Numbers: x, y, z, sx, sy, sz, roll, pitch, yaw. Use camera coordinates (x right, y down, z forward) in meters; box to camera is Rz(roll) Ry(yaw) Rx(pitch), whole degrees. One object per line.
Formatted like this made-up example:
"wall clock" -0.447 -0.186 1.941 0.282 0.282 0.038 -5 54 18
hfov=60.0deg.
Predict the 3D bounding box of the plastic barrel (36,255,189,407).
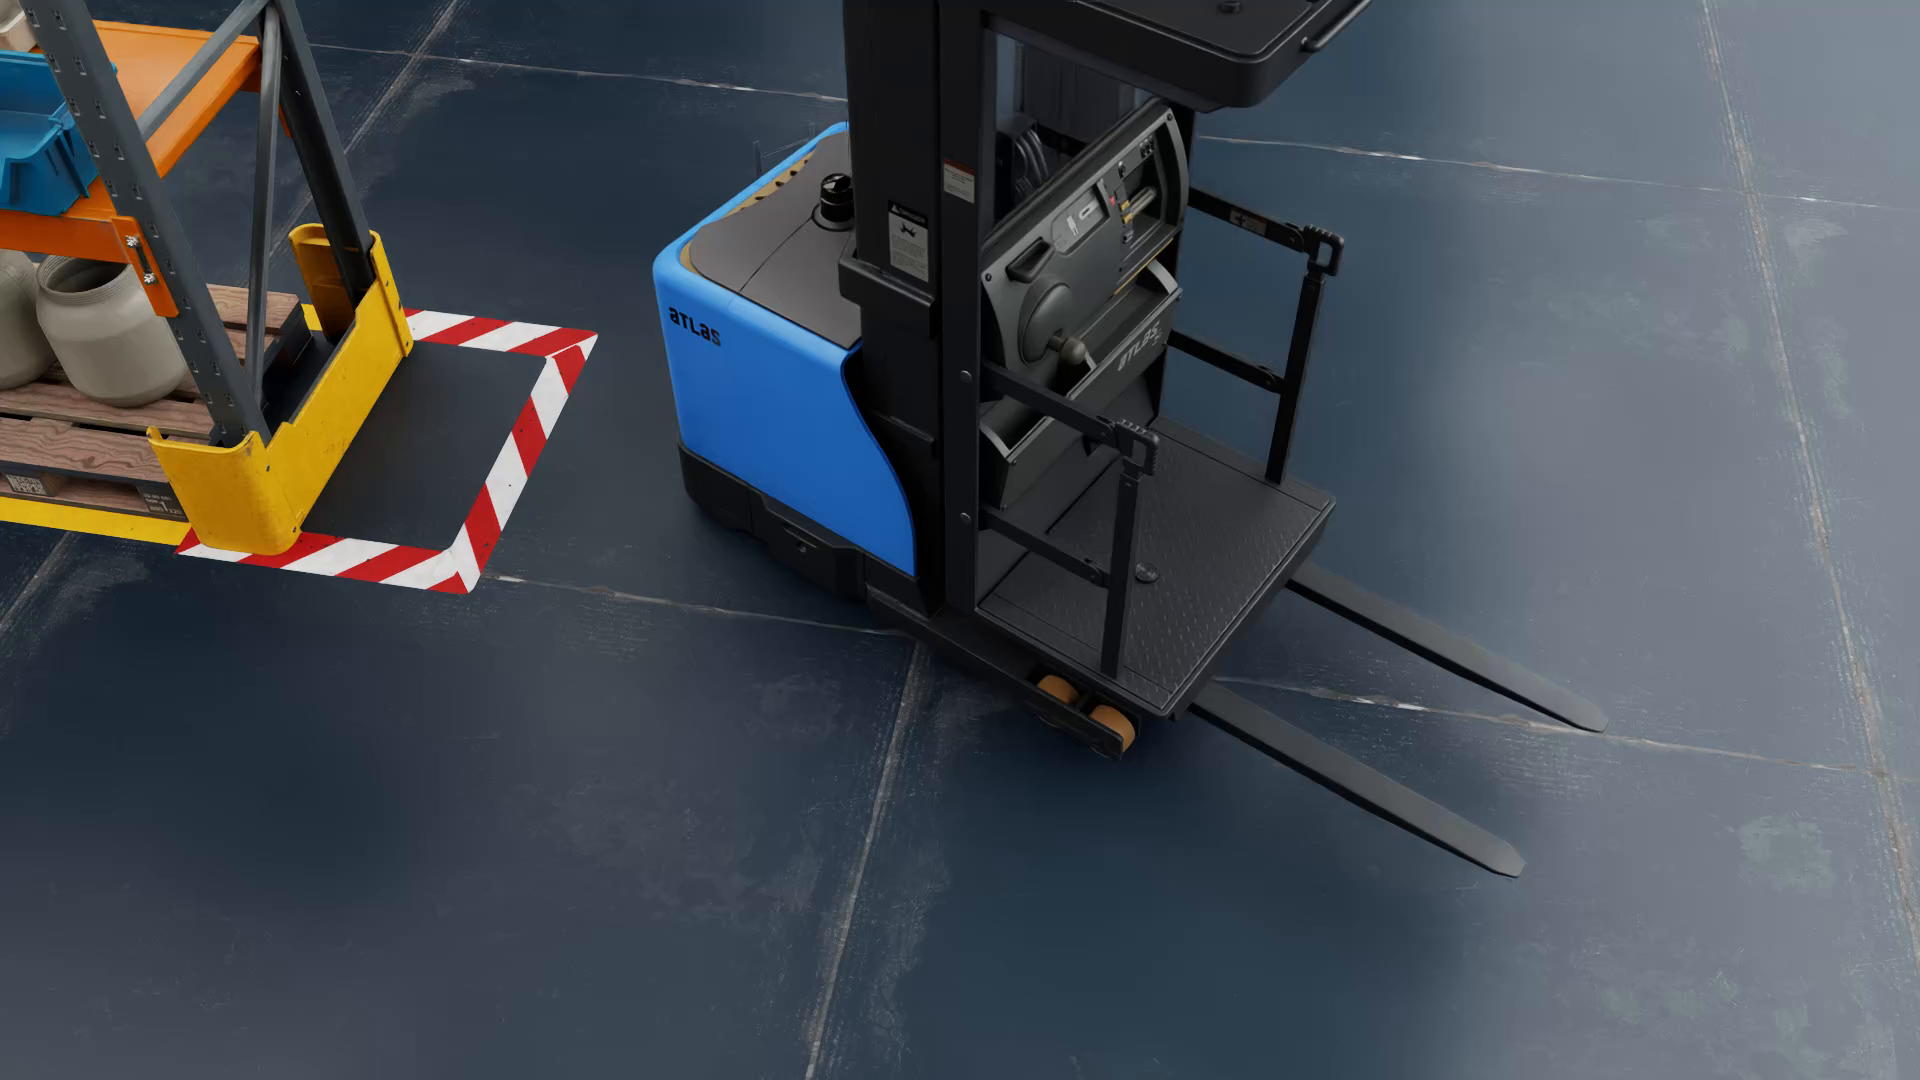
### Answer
"plastic barrel" -2.954 -0.755 5.802 0.421 0.512 0.421 0 48 0

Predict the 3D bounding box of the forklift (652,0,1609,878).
"forklift" 0.524 -0.761 4.463 3.031 2.935 1.130 29 54 23

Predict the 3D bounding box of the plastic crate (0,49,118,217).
"plastic crate" -2.839 -1.213 4.923 0.616 0.251 0.499 8 49 7

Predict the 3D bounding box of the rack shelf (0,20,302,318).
"rack shelf" -4.261 -1.440 5.511 4.000 0.370 1.077 8 49 7

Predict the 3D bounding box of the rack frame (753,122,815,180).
"rack frame" -0.616 -1.125 6.156 0.240 0.900 0.006 -25 52 -21

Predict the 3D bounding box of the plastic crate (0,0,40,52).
"plastic crate" -3.116 -1.681 5.421 0.250 0.136 0.298 8 49 7

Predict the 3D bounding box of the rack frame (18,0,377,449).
"rack frame" -2.293 -1.415 5.005 0.127 3.000 1.000 8 49 7

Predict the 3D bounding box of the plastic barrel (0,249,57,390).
"plastic barrel" -3.447 -0.822 5.862 0.421 0.512 0.421 0 48 0

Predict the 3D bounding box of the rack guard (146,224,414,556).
"rack guard" -2.376 -0.556 5.913 0.348 0.500 1.175 8 49 7

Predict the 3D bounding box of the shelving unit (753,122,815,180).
"shelving unit" -0.563 -1.061 6.098 0.258 0.900 0.210 -25 52 -21

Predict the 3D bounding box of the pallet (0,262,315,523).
"pallet" -3.175 -0.570 6.121 1.213 0.211 1.003 8 49 7
